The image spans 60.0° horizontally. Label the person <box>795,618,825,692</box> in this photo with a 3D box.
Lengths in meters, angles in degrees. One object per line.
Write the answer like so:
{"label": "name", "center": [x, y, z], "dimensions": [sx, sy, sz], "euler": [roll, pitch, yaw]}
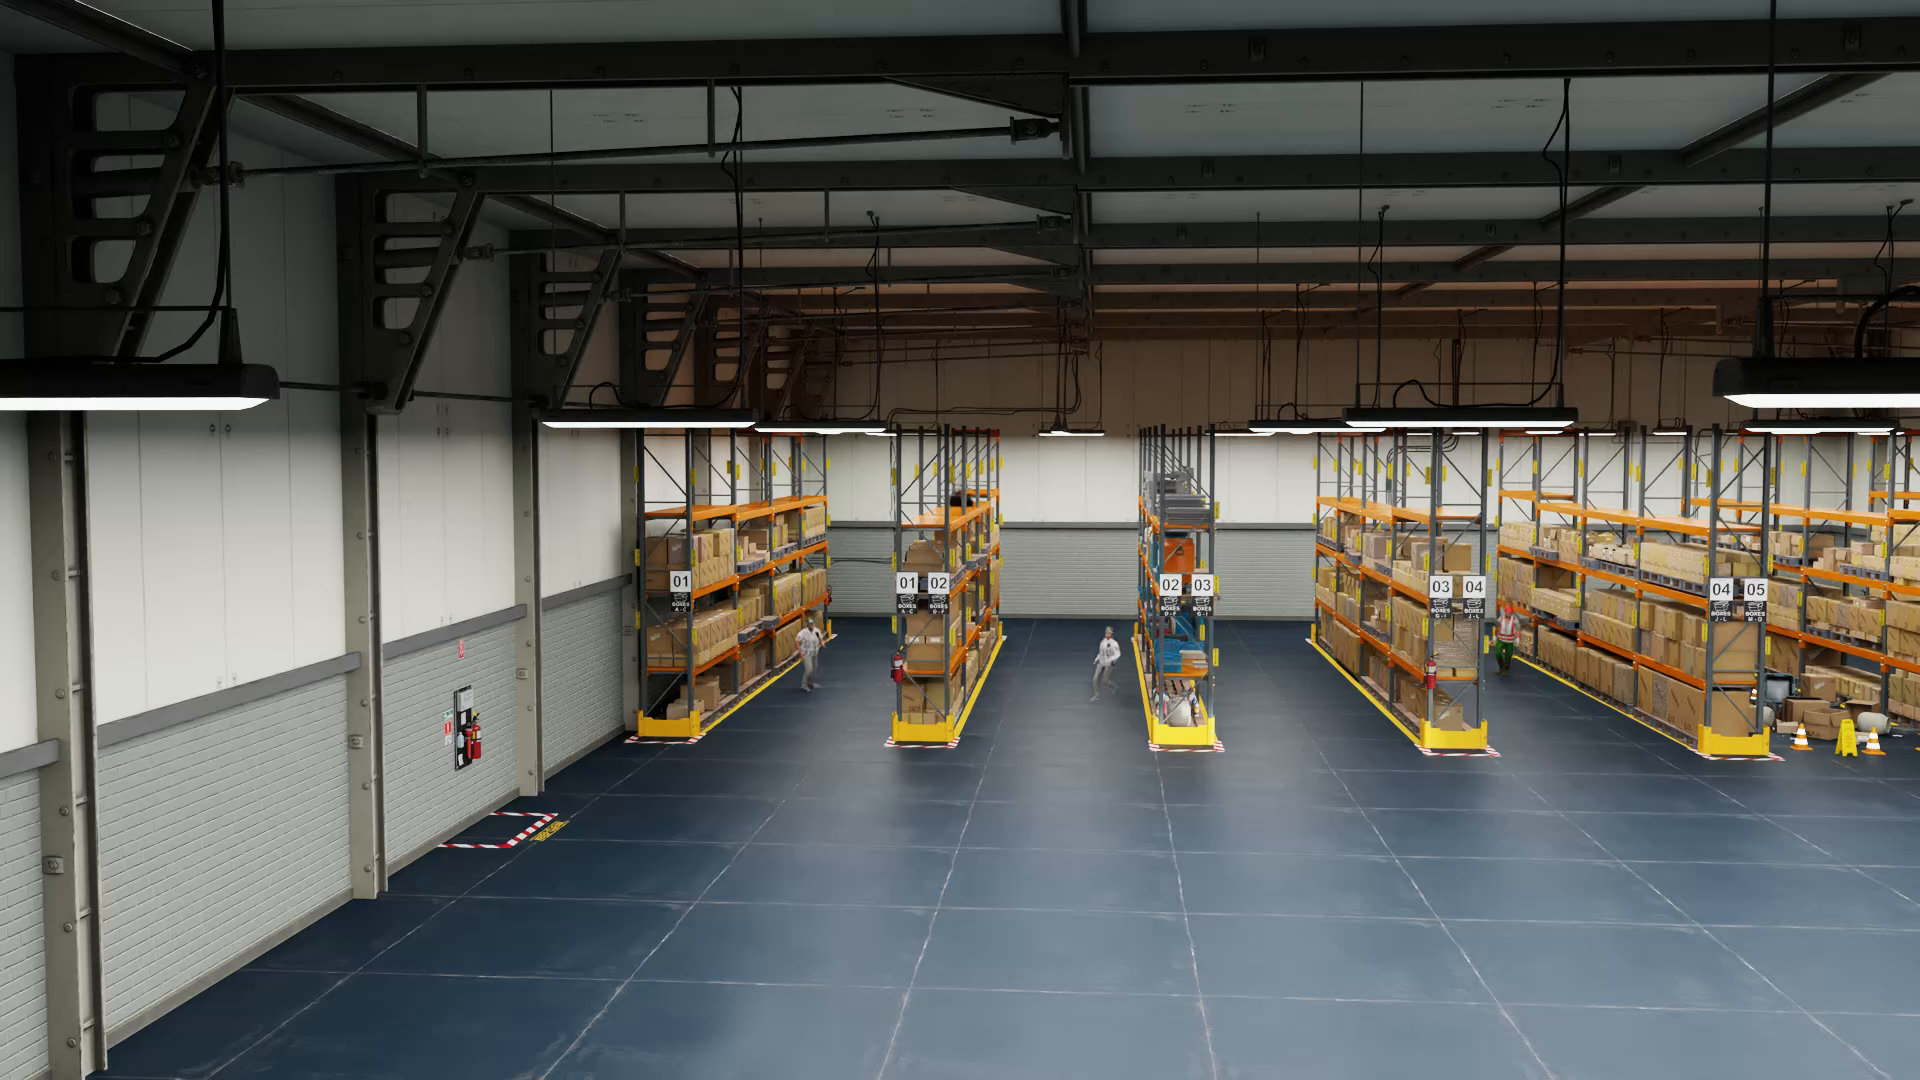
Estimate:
{"label": "person", "center": [-3.377, 2.596, 37.830], "dimensions": [0.685, 1.701, 0.835], "euler": [-3, 5, -43]}

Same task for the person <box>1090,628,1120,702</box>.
{"label": "person", "center": [3.216, 2.707, 36.227], "dimensions": [0.654, 1.636, 0.672], "euler": [3, 5, 44]}

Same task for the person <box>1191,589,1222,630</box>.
{"label": "person", "center": [7.374, 1.891, 49.319], "dimensions": [0.893, 1.680, 0.770], "euler": [-3, 4, -38]}

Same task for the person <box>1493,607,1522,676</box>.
{"label": "person", "center": [13.063, 2.435, 39.725], "dimensions": [0.675, 1.700, 0.831], "euler": [1, 4, 22]}
